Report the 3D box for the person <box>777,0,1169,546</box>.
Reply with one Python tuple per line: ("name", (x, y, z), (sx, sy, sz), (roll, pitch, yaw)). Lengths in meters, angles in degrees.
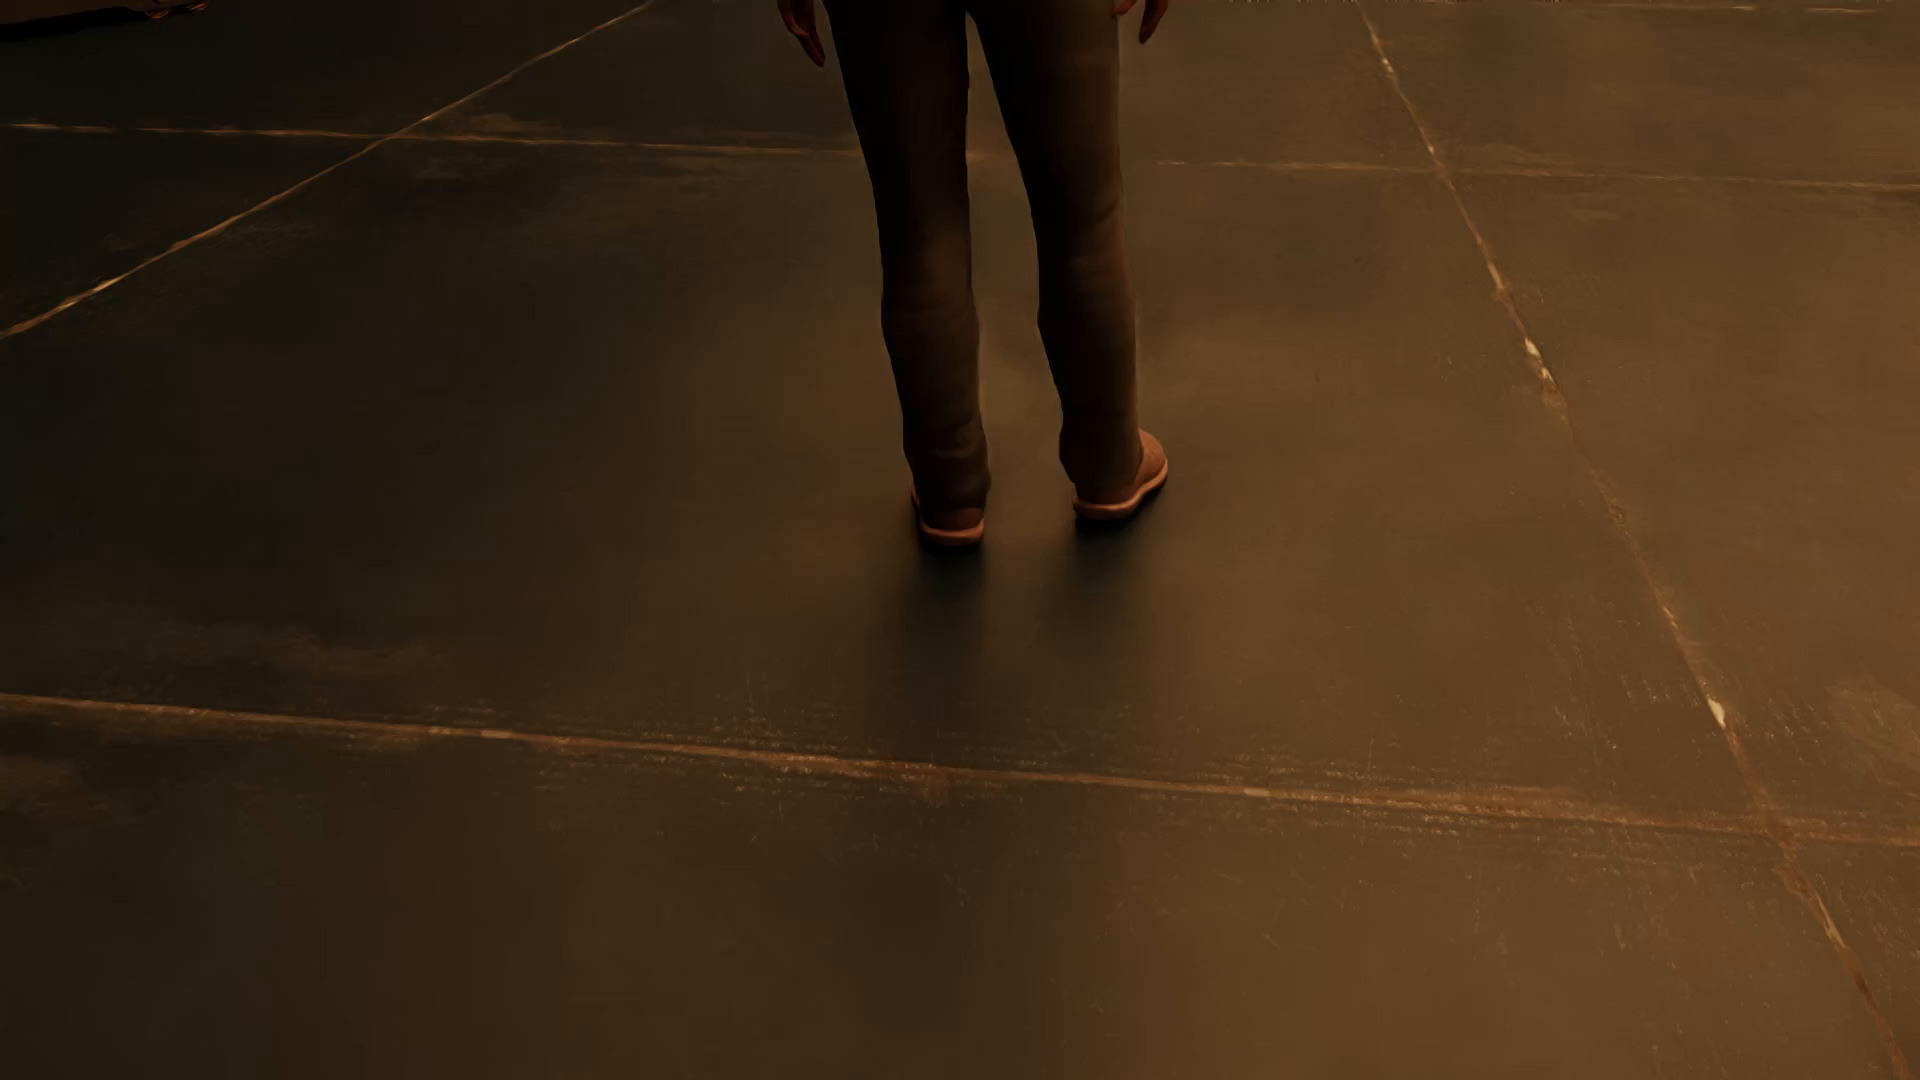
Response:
("person", (0.031, -0.784, 2.203), (0.570, 1.654, 0.503), (3, 27, 7))
